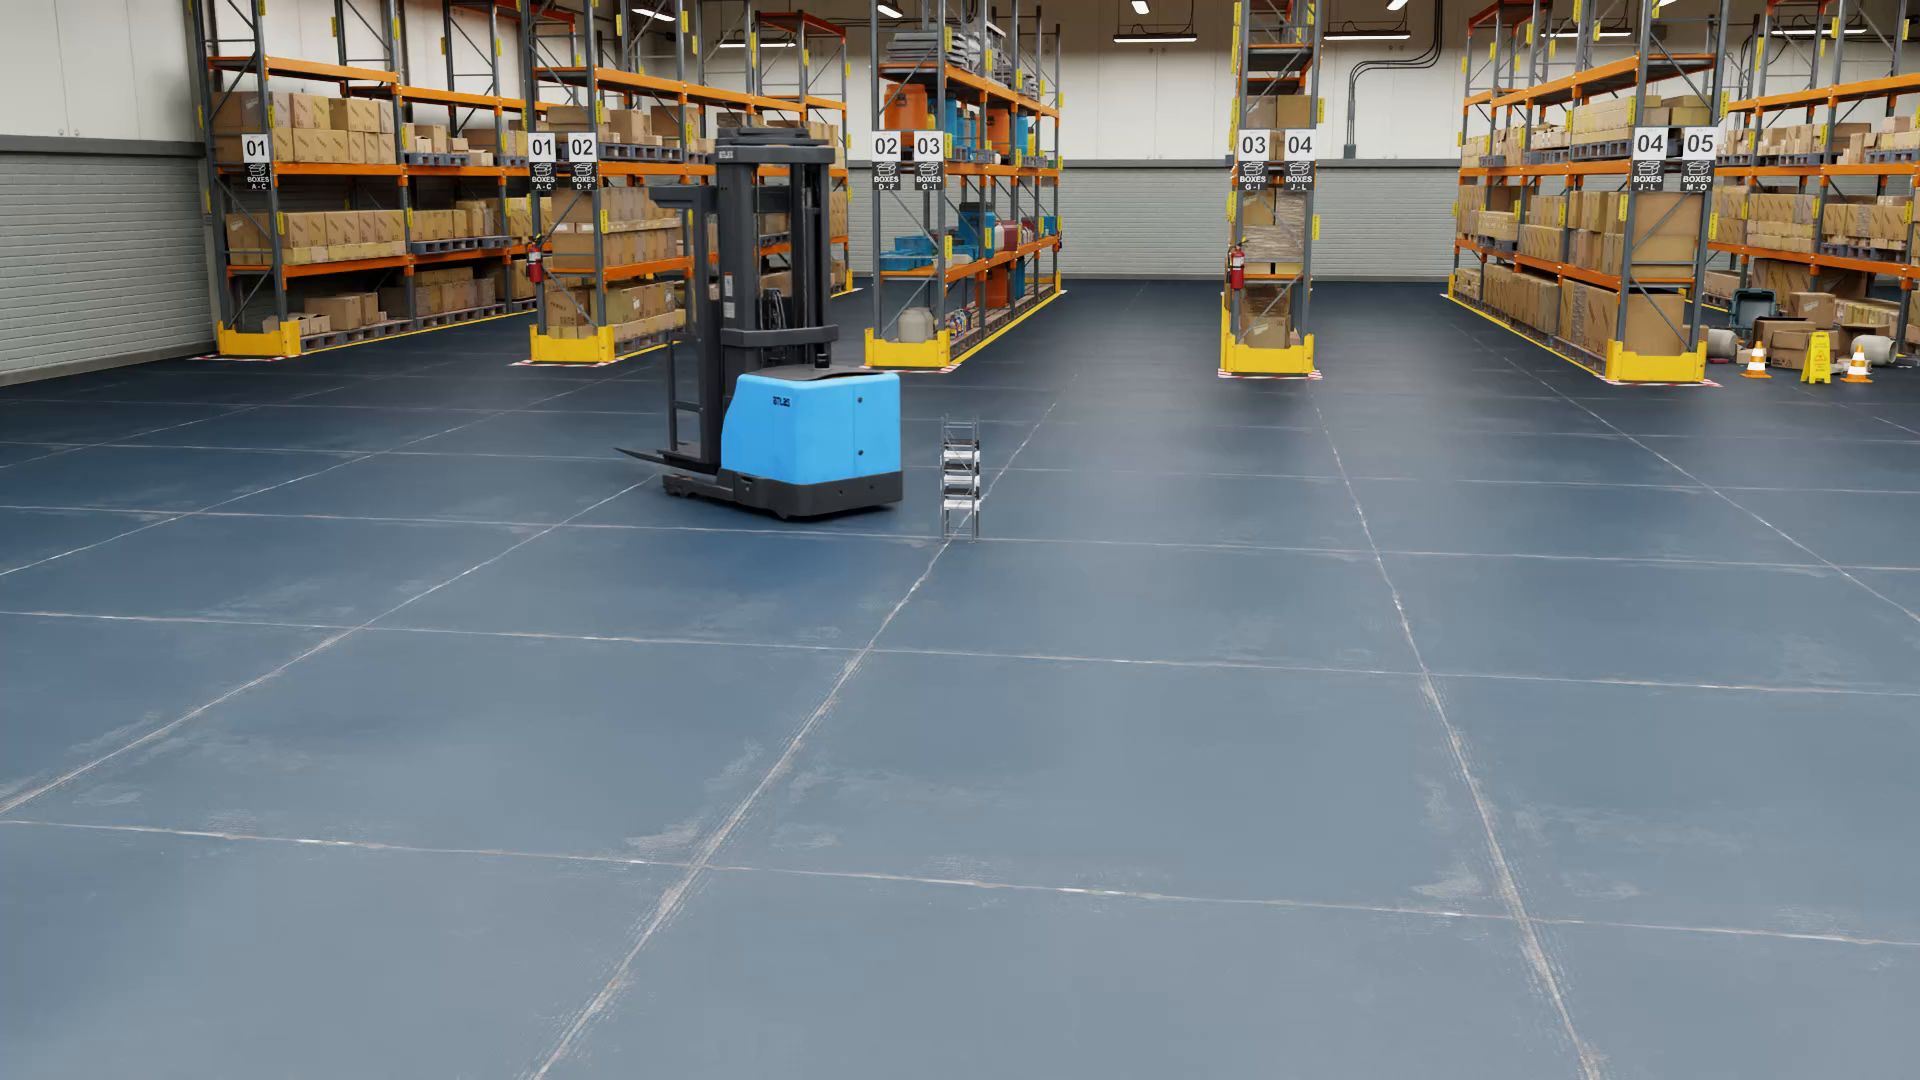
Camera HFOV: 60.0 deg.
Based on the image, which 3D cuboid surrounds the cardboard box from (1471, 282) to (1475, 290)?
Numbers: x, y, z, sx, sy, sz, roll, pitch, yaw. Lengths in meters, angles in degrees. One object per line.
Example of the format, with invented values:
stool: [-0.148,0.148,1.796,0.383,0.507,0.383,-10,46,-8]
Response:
cardboard box: [10.708,-5.217,34.143,0.380,0.149,0.250,1,12,7]

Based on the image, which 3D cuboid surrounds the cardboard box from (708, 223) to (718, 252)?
cardboard box: [-4.609,-5.440,29.881,0.500,0.500,0.500,1,12,6]

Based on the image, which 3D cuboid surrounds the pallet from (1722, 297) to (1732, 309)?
pallet: [16.022,-4.724,33.412,1.003,0.211,1.213,2,12,9]

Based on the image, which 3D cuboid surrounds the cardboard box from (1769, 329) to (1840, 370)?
cardboard box: [11.751,-2.661,23.144,0.797,0.503,0.637,-7,14,-30]

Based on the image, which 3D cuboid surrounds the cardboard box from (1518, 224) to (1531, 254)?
cardboard box: [9.970,-5.202,28.775,0.500,0.500,0.500,2,12,9]

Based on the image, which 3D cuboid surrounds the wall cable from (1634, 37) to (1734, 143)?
wall cable: [17.782,-10.865,41.048,2.355,3.000,0.029,2,12,9]

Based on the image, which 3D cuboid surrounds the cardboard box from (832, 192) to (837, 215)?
cardboard box: [-3.086,-7.630,37.665,0.500,0.500,0.500,2,12,10]

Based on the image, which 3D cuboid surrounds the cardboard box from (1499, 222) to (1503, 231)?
cardboard box: [10.009,-5.694,30.187,0.380,0.149,0.250,2,12,10]

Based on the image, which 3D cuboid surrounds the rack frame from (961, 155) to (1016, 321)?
rack frame: [0.526,-5.580,30.766,1.000,3.000,0.127,2,12,9]

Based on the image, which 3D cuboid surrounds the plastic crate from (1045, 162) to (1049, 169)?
plastic crate: [1.684,-8.145,36.172,0.437,0.136,0.530,2,12,9]

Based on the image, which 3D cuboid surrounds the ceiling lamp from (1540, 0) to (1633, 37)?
ceiling lamp: [14.460,-13.187,37.969,2.000,3.185,0.800,2,12,9]

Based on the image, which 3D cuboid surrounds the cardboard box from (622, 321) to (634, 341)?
cardboard box: [-5.222,-3.146,25.000,0.500,0.250,0.500,2,12,9]

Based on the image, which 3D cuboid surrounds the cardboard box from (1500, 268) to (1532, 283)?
cardboard box: [10.219,-4.844,30.508,0.500,0.250,0.500,2,12,9]

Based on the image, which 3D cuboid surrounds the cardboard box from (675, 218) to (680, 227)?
cardboard box: [-4.813,-5.211,27.277,0.380,0.149,0.250,2,12,9]

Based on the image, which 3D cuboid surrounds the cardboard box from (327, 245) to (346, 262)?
cardboard box: [-9.954,-4.478,25.960,0.500,0.250,0.500,2,12,8]

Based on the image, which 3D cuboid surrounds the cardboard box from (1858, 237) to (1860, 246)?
cardboard box: [14.787,-4.837,26.917,0.380,0.149,0.250,2,12,11]

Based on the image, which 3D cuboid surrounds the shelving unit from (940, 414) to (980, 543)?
shelving unit: [0.001,-0.442,11.906,0.258,0.900,0.210,2,12,9]

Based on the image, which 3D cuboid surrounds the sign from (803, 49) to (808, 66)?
sign: [-3.203,-10.024,34.553,0.100,0.325,0.005,2,12,9]

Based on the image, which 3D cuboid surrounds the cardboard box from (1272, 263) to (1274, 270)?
cardboard box: [4.655,-3.944,23.768,0.380,0.149,0.250,2,12,9]

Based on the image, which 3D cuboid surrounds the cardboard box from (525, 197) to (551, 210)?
cardboard box: [-8.711,-6.881,34.029,0.500,0.250,0.500,2,12,7]

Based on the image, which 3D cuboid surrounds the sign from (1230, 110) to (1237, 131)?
sign: [4.256,-6.516,25.826,0.100,0.325,0.005,2,12,9]

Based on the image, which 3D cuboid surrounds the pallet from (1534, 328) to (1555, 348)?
pallet: [9.735,-3.205,26.365,1.003,0.211,1.213,2,12,9]

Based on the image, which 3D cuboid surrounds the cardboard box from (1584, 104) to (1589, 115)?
cardboard box: [9.183,-6.169,23.849,0.380,0.149,0.250,2,12,8]

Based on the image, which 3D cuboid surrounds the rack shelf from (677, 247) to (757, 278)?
rack shelf: [-4.675,-4.973,29.658,1.077,0.370,4.000,2,12,9]

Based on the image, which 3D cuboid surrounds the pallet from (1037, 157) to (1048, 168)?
pallet: [1.118,-7.620,33.562,1.213,0.211,1.003,2,12,9]

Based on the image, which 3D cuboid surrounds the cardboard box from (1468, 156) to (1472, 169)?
cardboard box: [11.063,-7.994,35.203,0.500,0.250,0.500,1,12,7]

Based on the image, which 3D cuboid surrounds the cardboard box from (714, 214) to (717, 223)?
cardboard box: [-4.382,-6.130,32.085,0.700,0.500,0.500,-2,12,-10]

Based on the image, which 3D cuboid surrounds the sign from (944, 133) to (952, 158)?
sign: [-0.161,-5.367,22.635,0.100,0.325,0.005,2,12,9]

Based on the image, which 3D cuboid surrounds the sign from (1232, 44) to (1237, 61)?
sign: [5.491,-9.742,33.245,0.100,0.325,0.005,2,12,9]

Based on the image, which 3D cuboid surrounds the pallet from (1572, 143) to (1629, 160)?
pallet: [9.554,-5.658,24.219,1.003,0.211,1.213,2,12,9]

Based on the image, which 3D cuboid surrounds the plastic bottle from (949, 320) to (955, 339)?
plastic bottle: [-0.117,-3.163,24.984,0.097,0.271,0.097,0,12,0]

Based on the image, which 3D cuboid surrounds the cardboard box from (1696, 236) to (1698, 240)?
cardboard box: [16.085,-6.722,35.828,0.500,0.500,0.500,2,12,8]

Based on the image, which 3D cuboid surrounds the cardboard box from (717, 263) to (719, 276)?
cardboard box: [-4.451,-5.315,32.646,0.500,0.250,0.500,2,12,11]

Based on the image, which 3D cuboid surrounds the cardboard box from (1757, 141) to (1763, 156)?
cardboard box: [15.405,-7.444,31.618,0.396,0.266,0.258,2,12,8]

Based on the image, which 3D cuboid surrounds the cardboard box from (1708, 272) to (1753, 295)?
cardboard box: [16.308,-5.385,34.947,0.875,0.438,0.875,2,12,10]

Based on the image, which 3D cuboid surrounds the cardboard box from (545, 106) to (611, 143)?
cardboard box: [-5.505,-5.986,23.956,0.797,0.503,0.637,3,12,13]

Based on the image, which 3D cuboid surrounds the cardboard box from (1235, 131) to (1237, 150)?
cardboard box: [4.942,-6.879,28.251,0.500,0.500,0.500,2,12,7]

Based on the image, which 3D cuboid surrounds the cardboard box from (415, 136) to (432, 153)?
cardboard box: [-9.620,-6.936,29.152,0.500,0.311,0.500,2,12,10]

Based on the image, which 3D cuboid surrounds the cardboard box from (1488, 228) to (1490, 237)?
cardboard box: [10.210,-5.814,31.451,0.380,0.149,0.250,2,12,8]

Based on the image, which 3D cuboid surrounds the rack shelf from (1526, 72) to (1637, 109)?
rack shelf: [9.998,-7.207,26.732,1.077,0.370,4.000,2,12,9]

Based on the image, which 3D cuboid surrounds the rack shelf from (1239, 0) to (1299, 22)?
rack shelf: [5.728,-10.042,31.047,1.077,0.370,4.000,2,12,9]

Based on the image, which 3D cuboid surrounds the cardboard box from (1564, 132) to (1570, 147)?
cardboard box: [9.641,-6.205,25.666,0.500,0.250,0.500,2,12,9]

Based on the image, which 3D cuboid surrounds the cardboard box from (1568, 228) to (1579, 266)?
cardboard box: [9.646,-4.401,24.940,0.875,0.550,0.550,2,12,9]

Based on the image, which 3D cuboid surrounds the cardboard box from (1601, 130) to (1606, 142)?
cardboard box: [8.988,-5.515,22.706,0.380,0.149,0.250,2,12,9]

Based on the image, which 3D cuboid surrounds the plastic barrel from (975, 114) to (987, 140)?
plastic barrel: [0.186,-7.128,29.637,0.600,0.901,0.600,0,12,0]

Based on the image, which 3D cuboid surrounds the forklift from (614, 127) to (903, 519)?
forklift: [-1.809,-1.842,13.585,1.130,2.935,3.031,-11,16,-41]

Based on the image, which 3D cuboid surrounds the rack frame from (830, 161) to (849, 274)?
rack frame: [-3.137,-7.407,39.242,1.000,3.000,0.127,2,12,9]

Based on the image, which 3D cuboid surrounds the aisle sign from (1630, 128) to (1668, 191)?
aisle sign: [8.768,-4.838,21.153,0.394,0.787,0.004,2,12,9]

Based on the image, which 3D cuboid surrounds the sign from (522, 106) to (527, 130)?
sign: [-6.132,-5.957,23.481,0.100,0.325,0.005,2,12,9]

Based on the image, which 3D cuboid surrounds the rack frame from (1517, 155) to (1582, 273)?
rack frame: [10.306,-5.238,29.178,1.000,3.000,0.127,2,12,9]

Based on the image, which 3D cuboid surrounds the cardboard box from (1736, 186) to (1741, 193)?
cardboard box: [15.778,-7.017,33.281,0.380,0.149,0.250,2,12,8]

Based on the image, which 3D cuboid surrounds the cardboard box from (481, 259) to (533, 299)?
cardboard box: [-9.020,-5.204,33.128,0.750,0.750,0.750,2,12,8]

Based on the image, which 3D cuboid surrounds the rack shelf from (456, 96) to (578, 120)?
rack shelf: [-8.955,-8.703,33.673,1.077,0.370,4.000,2,12,9]

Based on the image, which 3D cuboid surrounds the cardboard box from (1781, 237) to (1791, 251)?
cardboard box: [15.190,-5.350,30.055,0.500,0.250,0.500,2,12,8]

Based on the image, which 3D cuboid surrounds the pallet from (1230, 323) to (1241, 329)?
pallet: [4.924,-3.386,27.204,1.003,0.211,1.213,2,12,9]
